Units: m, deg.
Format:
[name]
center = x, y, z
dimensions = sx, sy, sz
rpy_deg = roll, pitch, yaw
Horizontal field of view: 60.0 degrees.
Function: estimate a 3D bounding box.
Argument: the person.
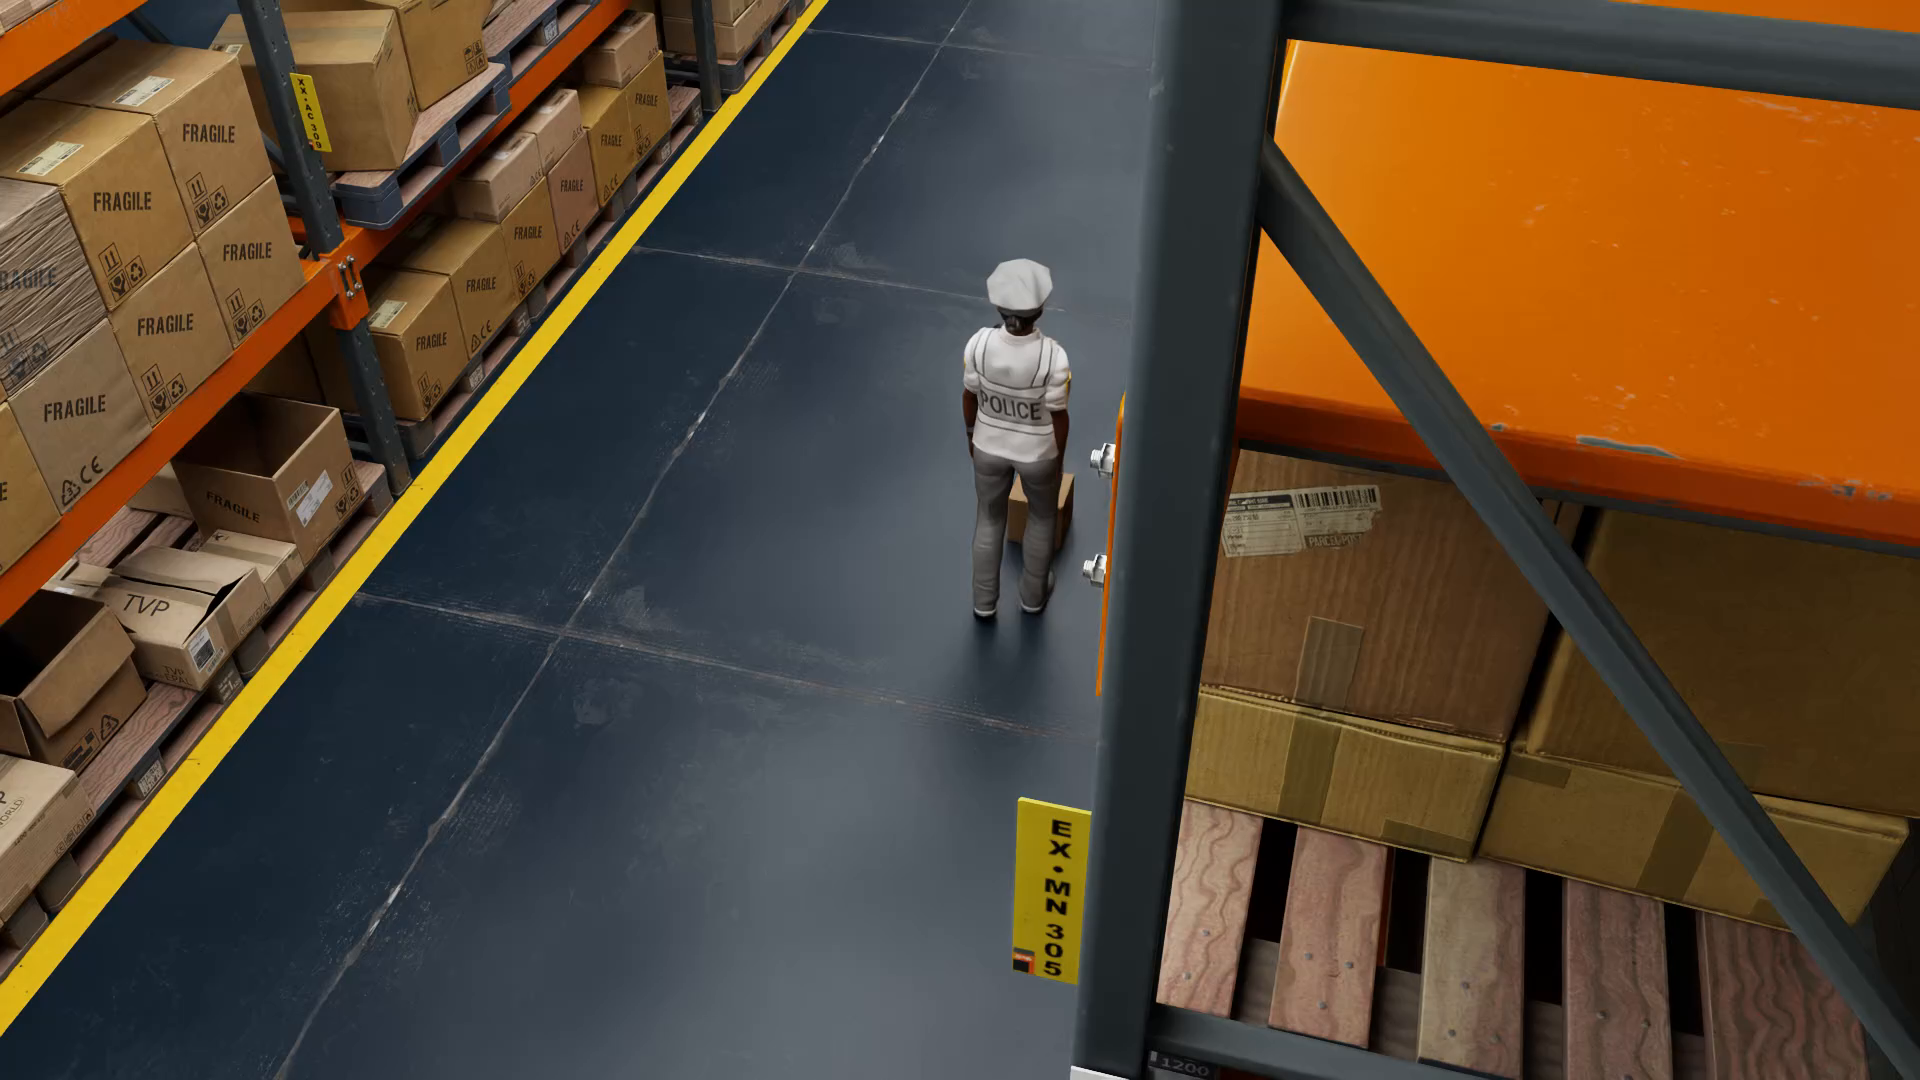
[person]
center = 0.227, -0.373, 6.761
dimensions = 0.445, 1.700, 0.386
rpy_deg = 11, 43, 13
